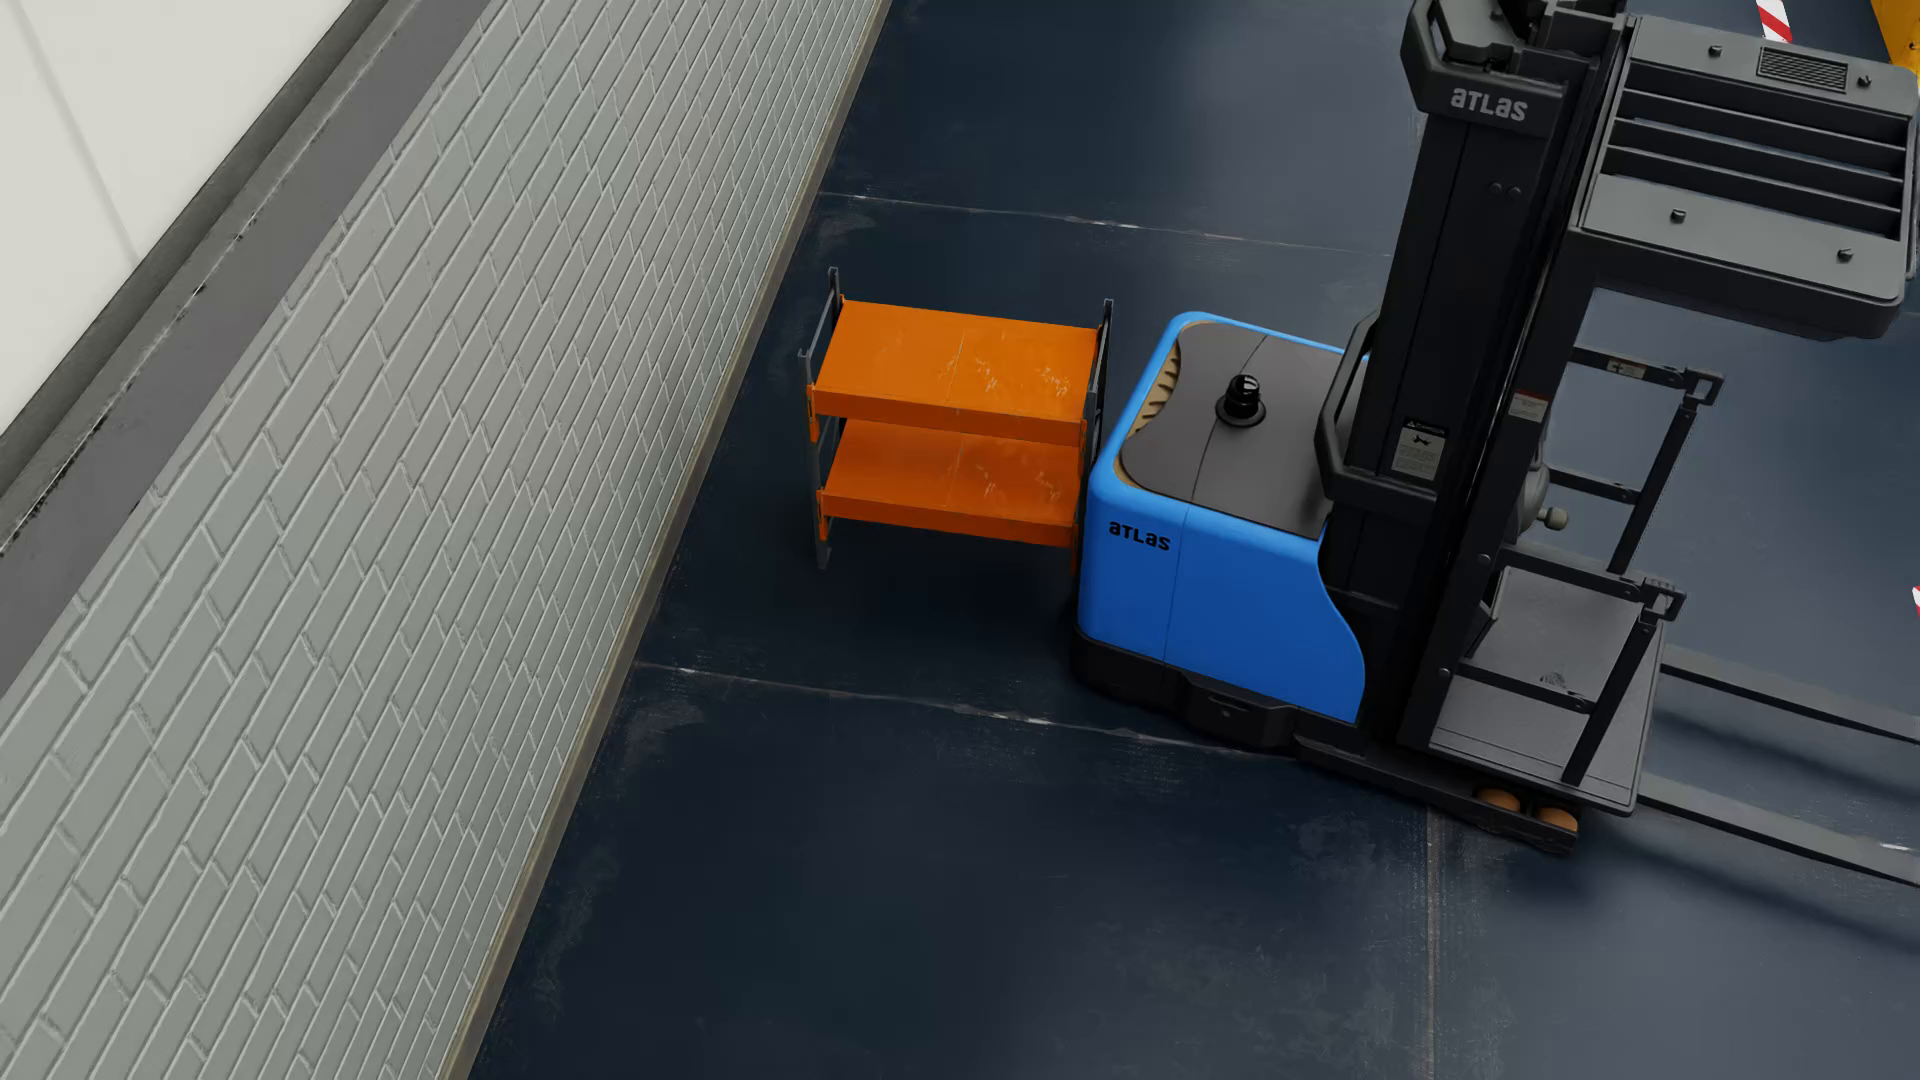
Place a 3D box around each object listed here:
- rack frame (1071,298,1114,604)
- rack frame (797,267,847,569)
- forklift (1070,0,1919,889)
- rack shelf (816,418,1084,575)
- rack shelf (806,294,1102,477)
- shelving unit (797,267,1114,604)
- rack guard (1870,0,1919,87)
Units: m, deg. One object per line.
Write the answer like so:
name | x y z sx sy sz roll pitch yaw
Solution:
rack frame | 0.494 -0.310 6.244 0.032 1.125 0.500 8 49 7
rack frame | -0.507 -0.444 6.365 0.032 1.125 0.500 8 49 7
forklift | 1.976 -0.355 5.070 3.031 2.935 1.130 18 50 15
rack shelf | -0.007 -0.213 6.486 1.000 0.278 0.538 8 49 7
rack shelf | -0.007 -0.572 6.087 1.000 0.278 0.538 8 49 7
shelving unit | -0.007 -0.377 6.304 1.048 1.125 0.538 8 49 7
rack guard | 5.297 -3.012 9.092 0.348 0.500 1.175 8 49 7
